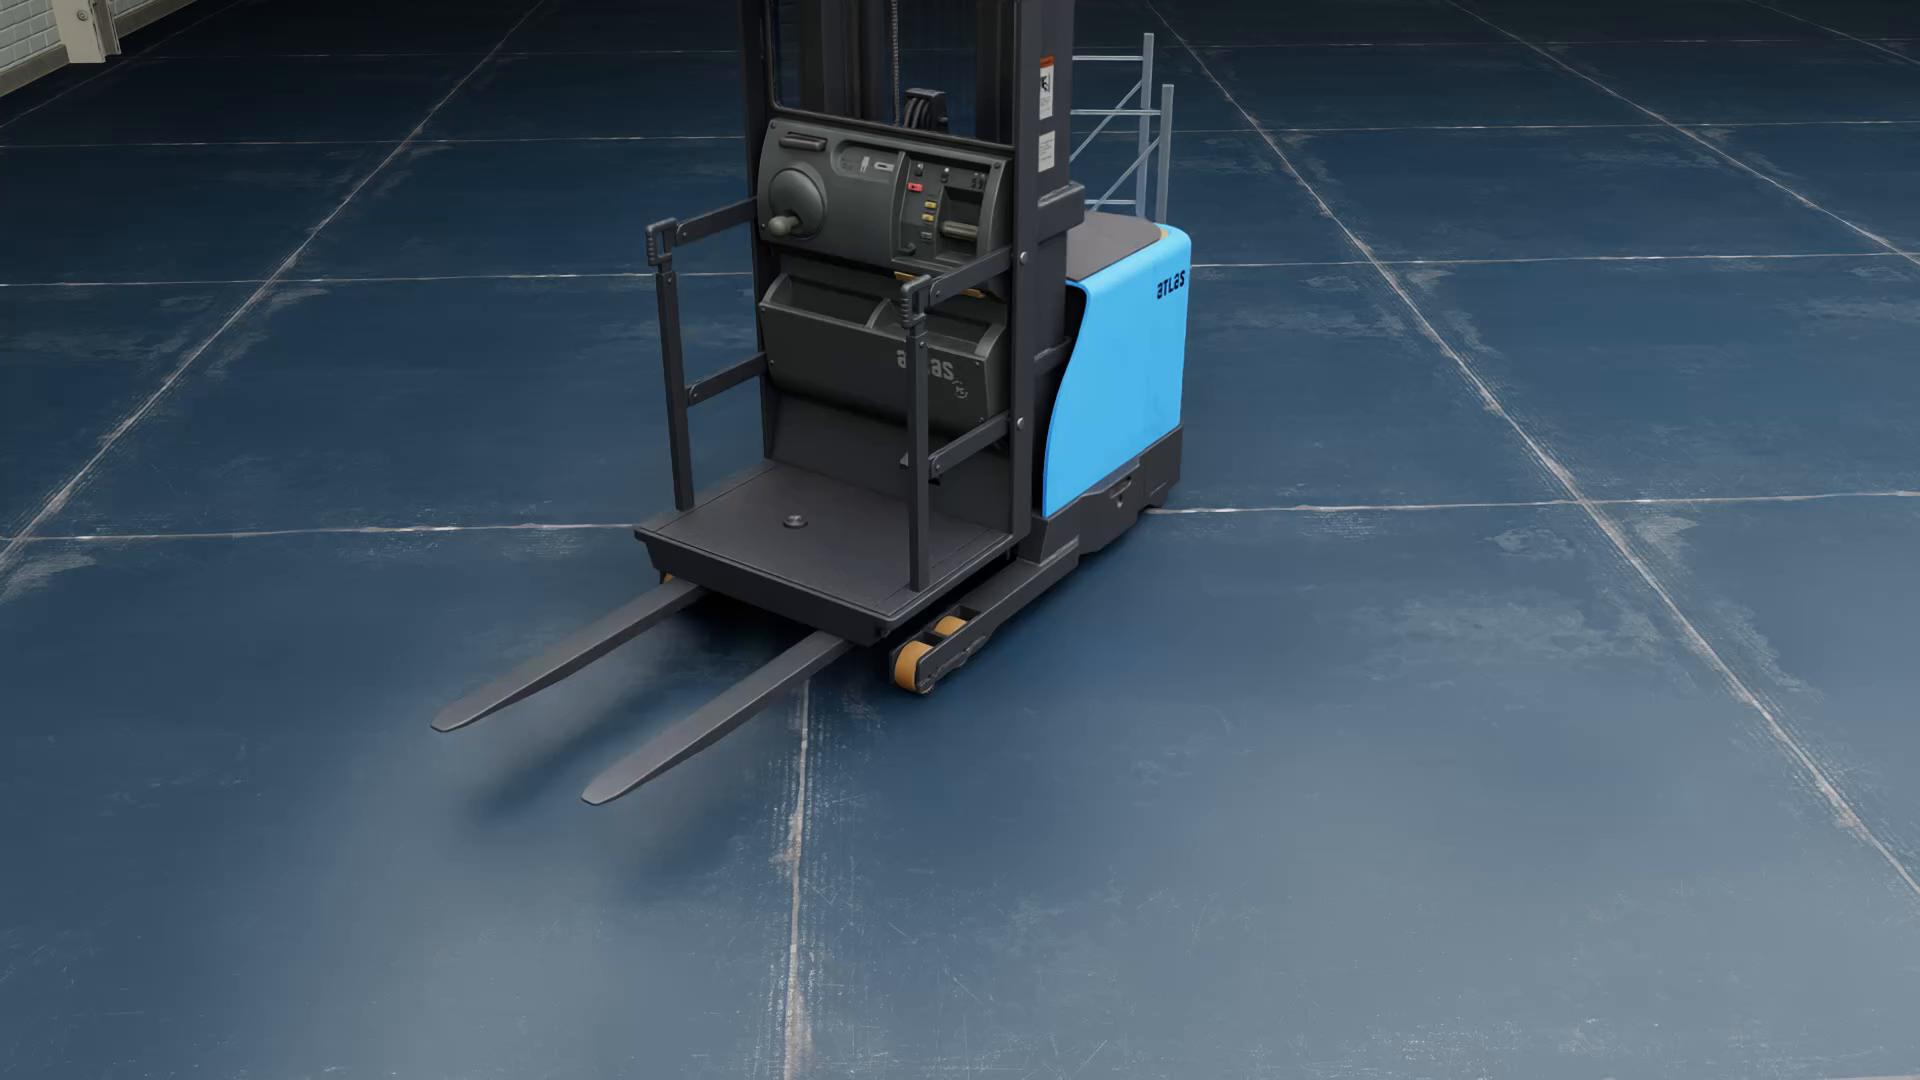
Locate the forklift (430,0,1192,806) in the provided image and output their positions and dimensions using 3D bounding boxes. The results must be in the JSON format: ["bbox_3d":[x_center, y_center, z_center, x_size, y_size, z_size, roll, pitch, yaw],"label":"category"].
[{"bbox_3d":[-0.382,-1.061,5.114,1.130,2.935,3.031,18,32,30],"label":"forklift"}]

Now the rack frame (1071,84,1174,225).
[{"bbox_3d":[0.561,-1.067,6.675,0.500,1.500,0.032,1,28,2],"label":"rack frame"}]

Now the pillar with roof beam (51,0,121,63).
[{"bbox_3d":[-3.030,-8.174,12.190,9.100,9.000,0.400,-1,28,-3],"label":"pillar with roof beam"}]

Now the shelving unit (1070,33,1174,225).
[{"bbox_3d":[0.577,-1.302,7.125,0.538,1.500,1.048,1,28,2],"label":"shelving unit"}]

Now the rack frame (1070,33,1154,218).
[{"bbox_3d":[0.592,-1.537,7.576,0.500,1.500,0.032,1,28,2],"label":"rack frame"}]
